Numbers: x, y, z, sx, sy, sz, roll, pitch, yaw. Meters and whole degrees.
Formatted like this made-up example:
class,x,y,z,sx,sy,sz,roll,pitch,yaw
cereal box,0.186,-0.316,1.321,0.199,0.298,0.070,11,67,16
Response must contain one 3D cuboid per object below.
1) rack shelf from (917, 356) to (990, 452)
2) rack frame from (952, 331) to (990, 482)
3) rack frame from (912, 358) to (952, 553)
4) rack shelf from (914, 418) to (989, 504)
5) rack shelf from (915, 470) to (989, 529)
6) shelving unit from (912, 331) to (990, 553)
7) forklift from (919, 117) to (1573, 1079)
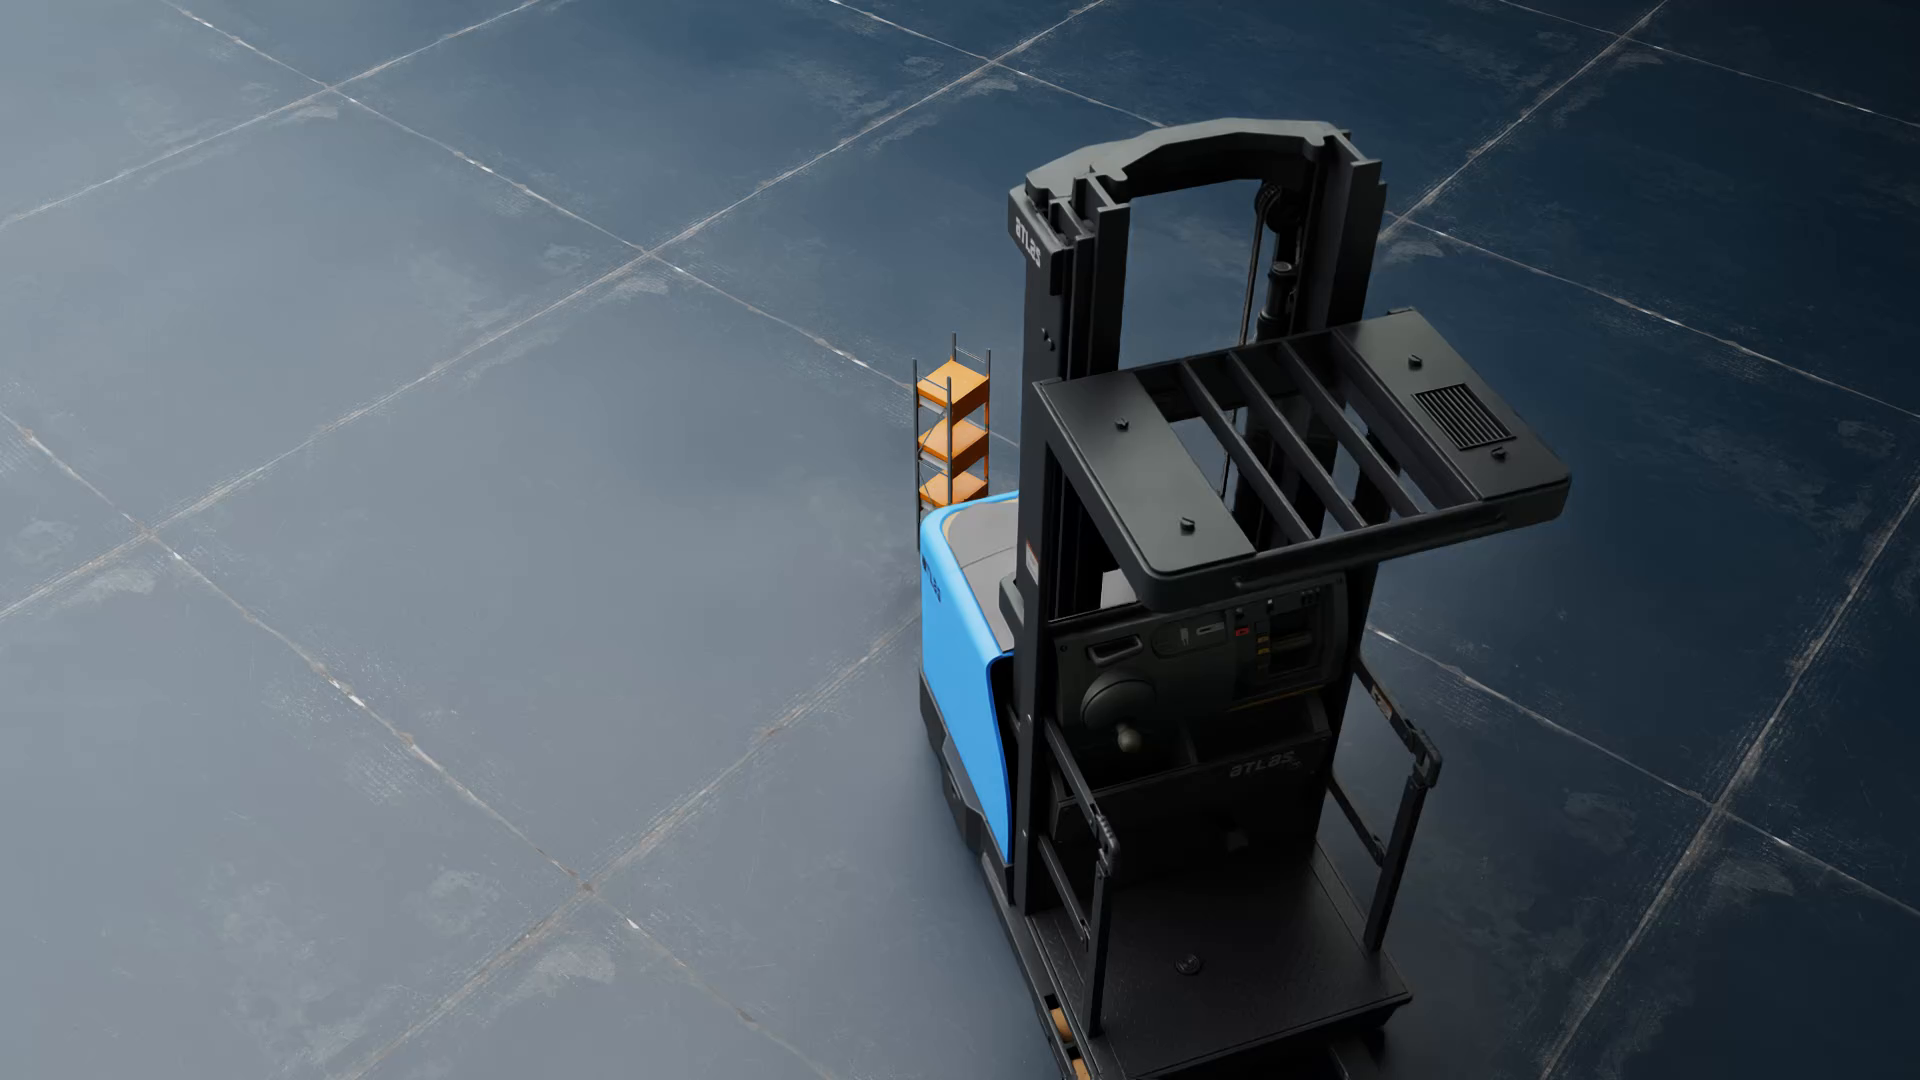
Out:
class,x,y,z,sx,sy,sz,roll,pitch,yaw
rack shelf,-0.034,-0.563,6.865,0.215,0.259,0.240,29,50,28
rack frame,0.044,-0.424,7.118,0.200,1.050,0.008,29,50,28
rack frame,-0.113,-0.298,6.980,0.200,1.050,0.008,29,50,28
rack shelf,-0.034,-0.353,7.056,0.215,0.259,0.240,29,50,28
rack shelf,-0.034,-0.147,7.243,0.215,0.259,0.240,29,50,28
shelving unit,-0.034,-0.361,7.049,0.215,1.050,0.252,29,50,28
forklift,0.791,0.444,4.765,1.130,2.935,3.031,-13,44,-14
